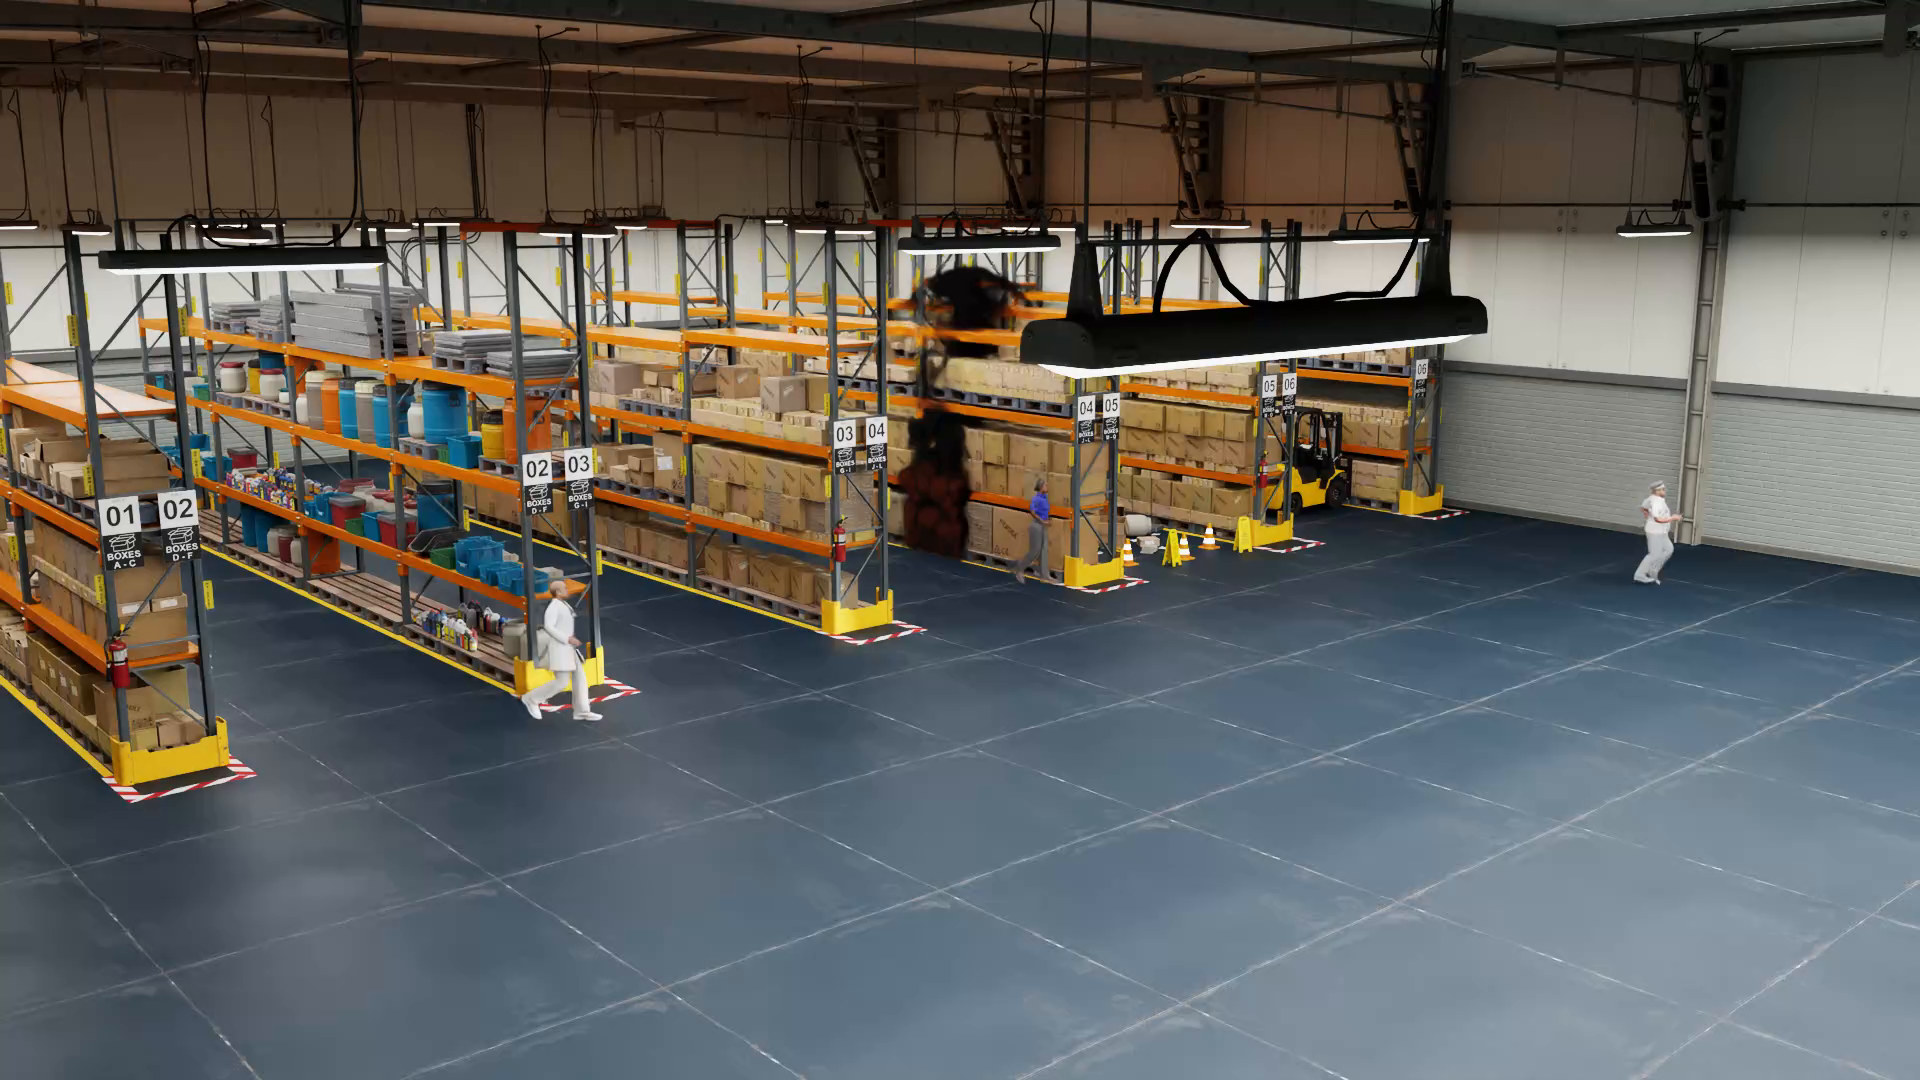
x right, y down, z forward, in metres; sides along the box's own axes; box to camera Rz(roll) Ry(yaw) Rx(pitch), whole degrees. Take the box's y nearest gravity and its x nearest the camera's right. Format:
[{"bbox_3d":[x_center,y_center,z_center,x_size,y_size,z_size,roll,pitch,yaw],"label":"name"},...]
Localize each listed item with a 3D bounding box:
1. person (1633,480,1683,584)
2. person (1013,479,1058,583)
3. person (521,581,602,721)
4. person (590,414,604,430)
[{"bbox_3d":[11.779,-0.109,28.010,0.689,1.821,0.642,5,12,22],"label":"person"},{"bbox_3d":[1.285,-0.152,27.103,0.742,1.684,0.628,4,12,18],"label":"person"},{"bbox_3d":[-4.939,1.364,20.693,0.985,1.728,0.774,0,11,-1],"label":"person"},{"bbox_3d":[-9.032,-2.748,41.083,0.661,1.721,0.569,8,14,33],"label":"person"}]
